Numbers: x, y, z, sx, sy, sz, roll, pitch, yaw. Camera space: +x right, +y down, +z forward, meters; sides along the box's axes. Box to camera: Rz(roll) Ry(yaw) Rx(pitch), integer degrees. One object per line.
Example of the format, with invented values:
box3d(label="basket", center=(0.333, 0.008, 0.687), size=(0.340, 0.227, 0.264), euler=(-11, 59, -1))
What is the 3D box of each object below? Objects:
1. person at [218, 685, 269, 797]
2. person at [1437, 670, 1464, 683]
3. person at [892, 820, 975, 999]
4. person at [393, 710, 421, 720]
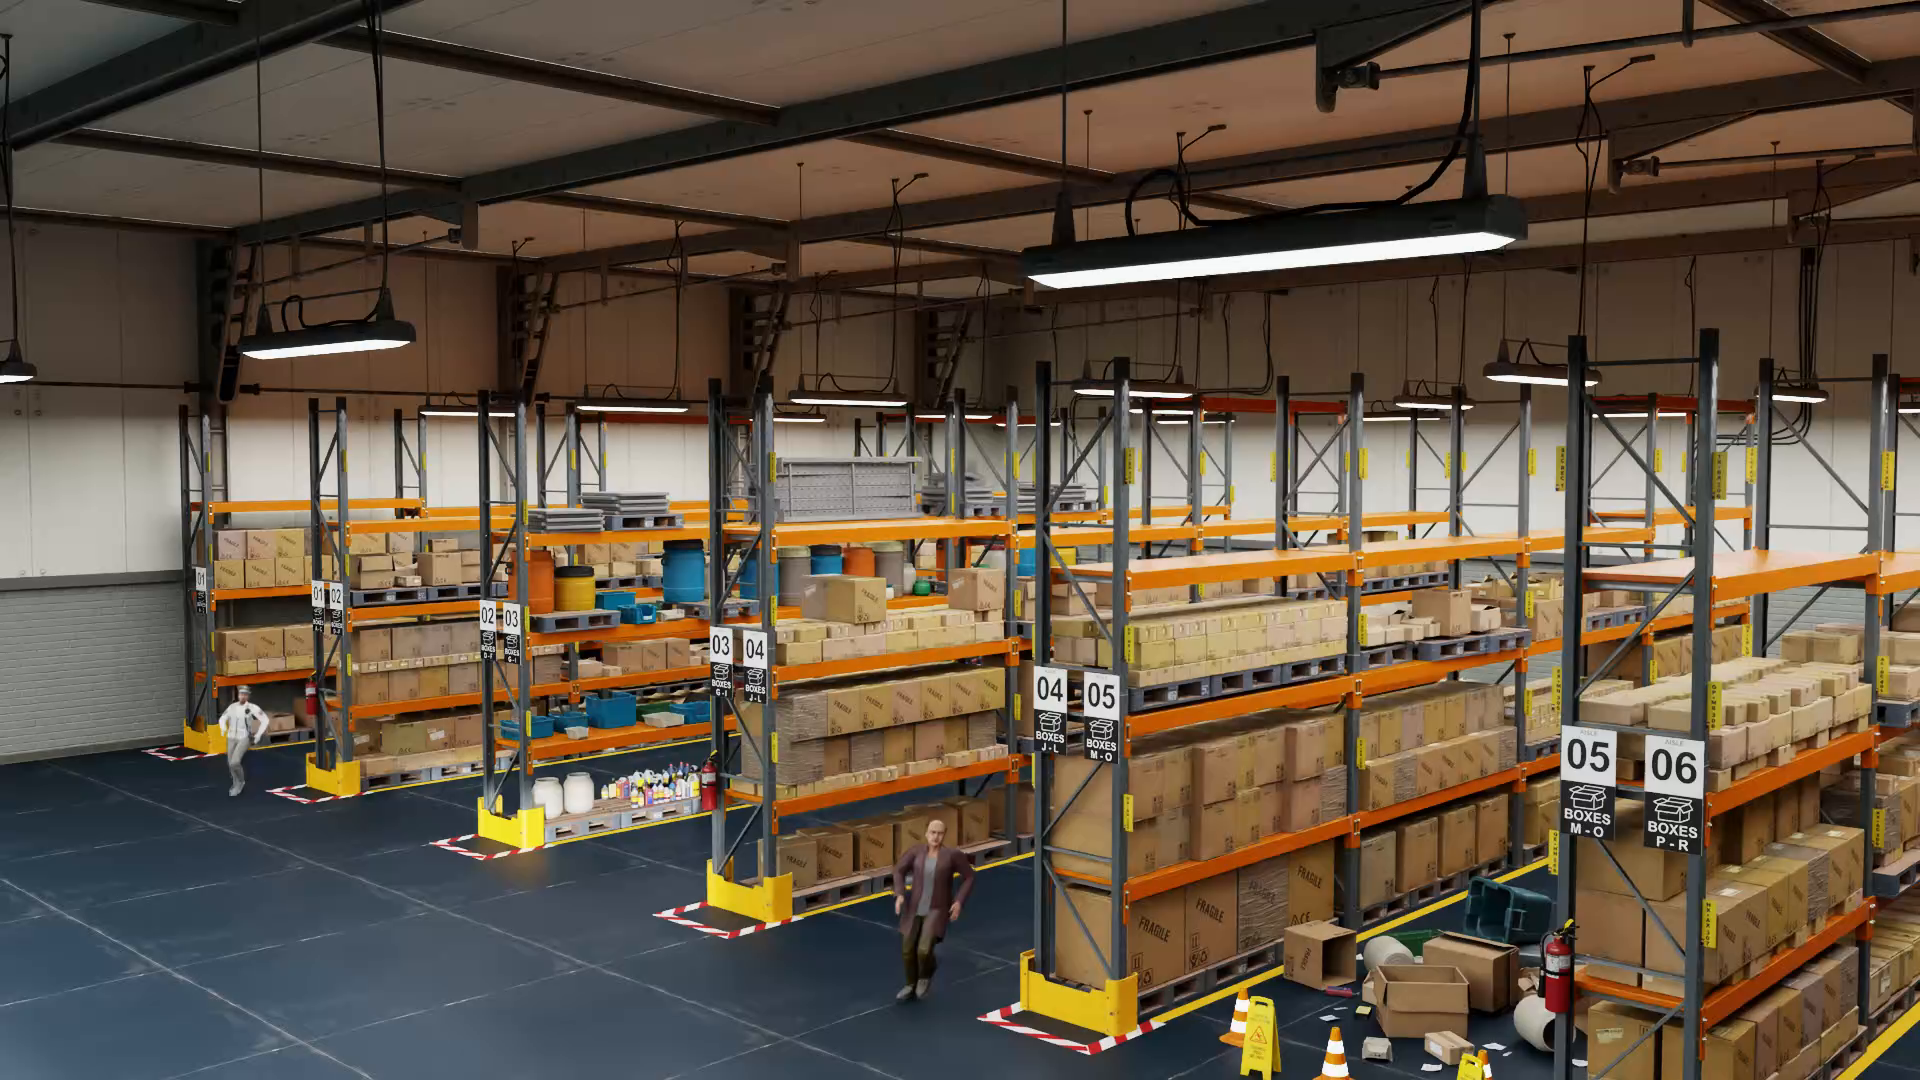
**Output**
box3d(label="person", center=(-10.832, 3.020, 25.053), size=(0.686, 1.675, 0.593), euler=(0, 3, 4))
box3d(label="person", center=(7.961, 2.863, 26.929), size=(0.670, 1.757, 0.828), euler=(2, 4, 33))
box3d(label="person", center=(-0.287, 3.482, 15.579), size=(0.776, 1.717, 0.576), euler=(1, 3, 18))
box3d(label="person", center=(-9.291, 2.962, 28.185), size=(0.513, 1.513, 0.697), euler=(2, 4, 32))
